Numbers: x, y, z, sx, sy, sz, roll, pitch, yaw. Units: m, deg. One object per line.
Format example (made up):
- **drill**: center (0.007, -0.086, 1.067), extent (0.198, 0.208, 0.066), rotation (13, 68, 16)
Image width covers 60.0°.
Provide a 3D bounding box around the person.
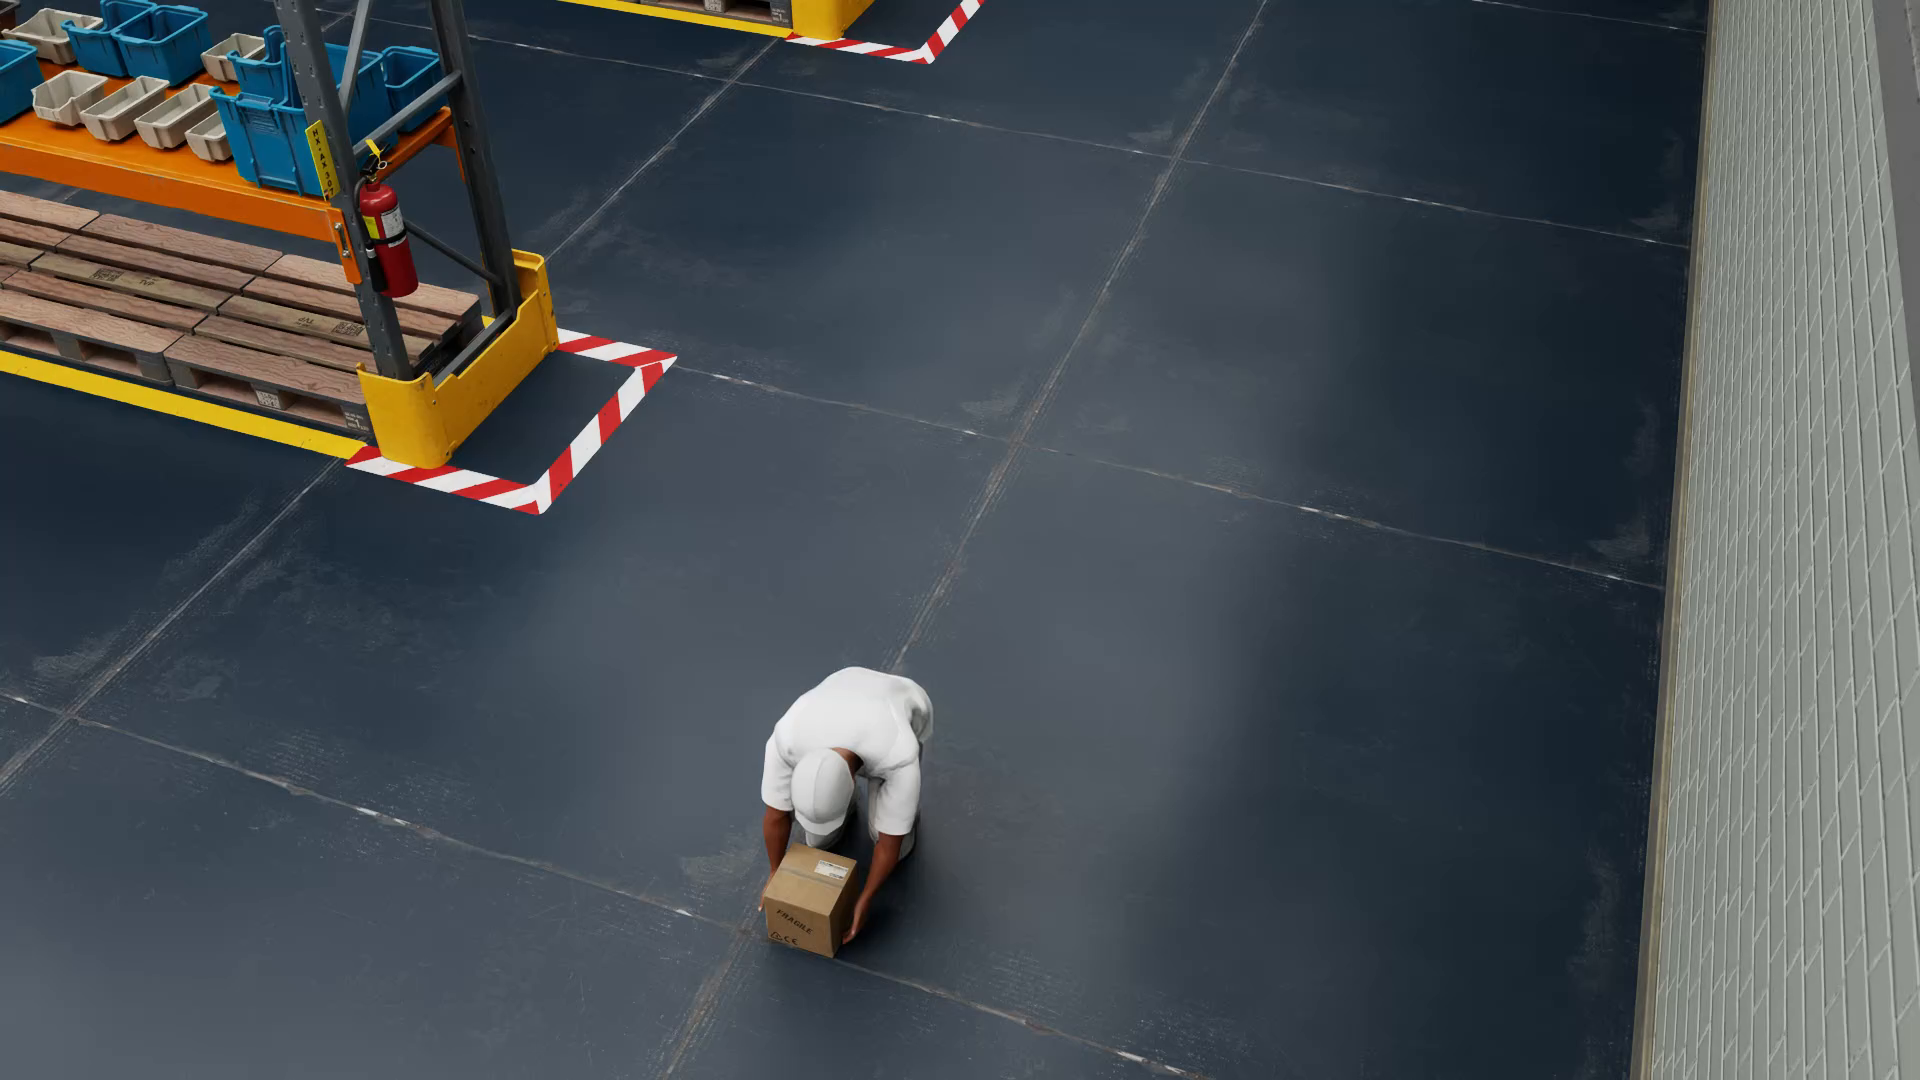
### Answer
- **person**: center (-0.363, 0.831, 5.861), extent (0.559, 0.893, 0.896), rotation (14, 43, 15)
